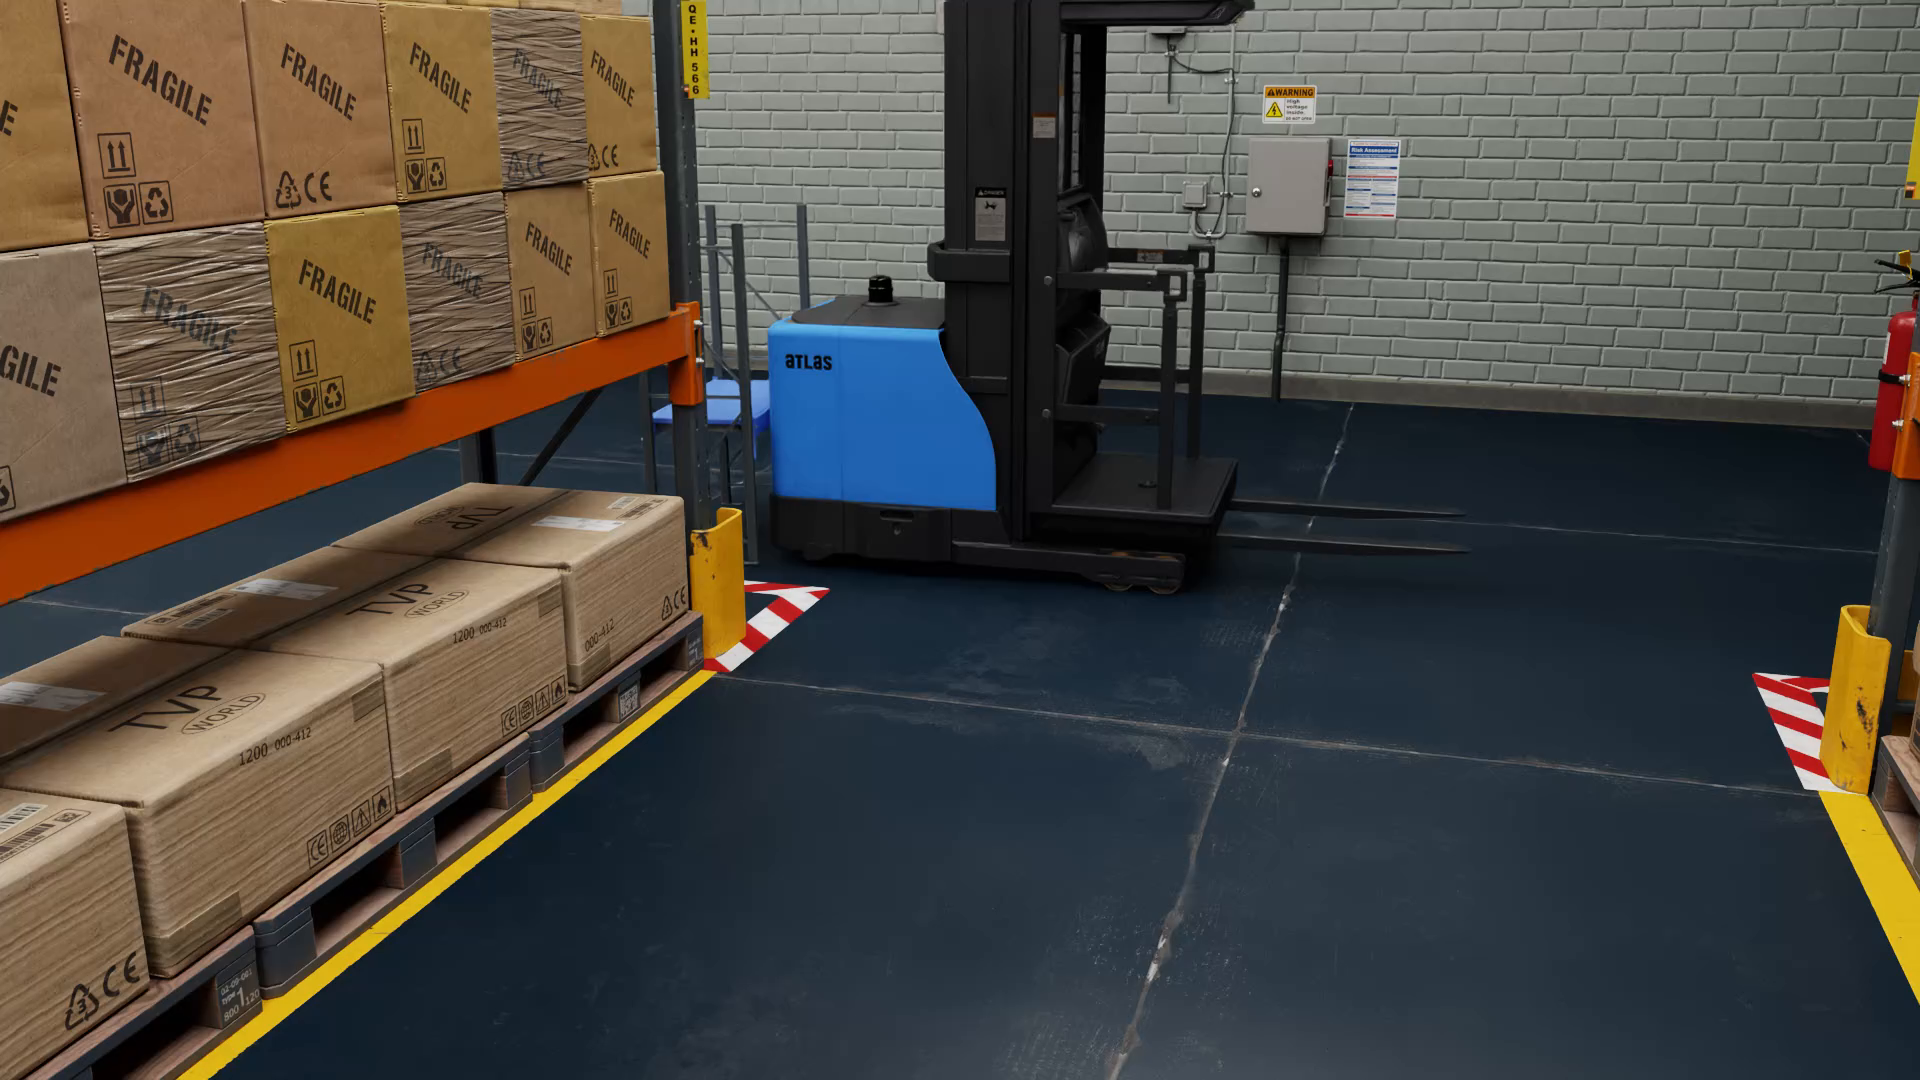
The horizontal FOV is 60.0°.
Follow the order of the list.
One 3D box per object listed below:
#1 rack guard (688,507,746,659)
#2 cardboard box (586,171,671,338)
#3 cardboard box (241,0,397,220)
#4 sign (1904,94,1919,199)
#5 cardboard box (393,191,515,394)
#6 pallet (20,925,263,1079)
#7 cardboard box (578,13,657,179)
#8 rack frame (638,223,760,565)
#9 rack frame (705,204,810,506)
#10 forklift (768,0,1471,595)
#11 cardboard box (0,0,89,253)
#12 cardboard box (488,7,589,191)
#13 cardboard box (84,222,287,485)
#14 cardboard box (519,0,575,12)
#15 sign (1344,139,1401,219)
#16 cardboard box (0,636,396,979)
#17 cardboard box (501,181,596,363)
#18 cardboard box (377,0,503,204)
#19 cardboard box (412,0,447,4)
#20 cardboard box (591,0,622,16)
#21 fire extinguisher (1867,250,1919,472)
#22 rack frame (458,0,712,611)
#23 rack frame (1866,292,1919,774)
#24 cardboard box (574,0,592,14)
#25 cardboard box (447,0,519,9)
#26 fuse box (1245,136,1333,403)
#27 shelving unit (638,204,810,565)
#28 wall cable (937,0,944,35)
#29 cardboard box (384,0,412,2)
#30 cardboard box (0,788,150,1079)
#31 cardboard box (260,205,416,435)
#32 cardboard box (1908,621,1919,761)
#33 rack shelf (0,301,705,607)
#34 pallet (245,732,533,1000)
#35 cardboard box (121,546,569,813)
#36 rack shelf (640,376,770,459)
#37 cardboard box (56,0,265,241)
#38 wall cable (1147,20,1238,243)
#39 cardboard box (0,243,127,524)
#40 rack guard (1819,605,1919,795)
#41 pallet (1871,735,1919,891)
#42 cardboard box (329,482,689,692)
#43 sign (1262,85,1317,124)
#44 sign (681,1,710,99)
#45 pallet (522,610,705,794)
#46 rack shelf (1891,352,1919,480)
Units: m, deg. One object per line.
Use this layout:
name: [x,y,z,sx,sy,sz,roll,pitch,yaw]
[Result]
rack guard: [-1.430,0.122,6.482,1.175,0.500,0.348,5,16,16]
cardboard box: [-1.320,-0.975,5.588,0.500,0.500,0.500,5,17,16]
cardboard box: [-1.755,-1.059,4.050,0.500,0.500,0.500,5,16,15]
sign: [2.803,-1.149,4.795,0.100,0.325,0.005,5,16,16]
cardboard box: [-1.614,-0.710,4.652,0.500,0.500,0.500,5,17,17]
pallet: [-2.283,1.121,3.490,1.003,0.211,1.213,5,16,16]
cardboard box: [-1.346,-1.459,5.459,0.500,0.500,0.500,5,17,18]
rack frame: [-1.154,-0.621,7.256,0.500,1.500,0.032,2,16,10]
rack frame: [-0.975,-0.894,8.219,0.500,1.500,0.032,2,16,10]
forklift: [0.721,-1.339,7.180,3.031,2.935,1.130,4,16,14]
cardboard box: [-2.057,-0.794,3.116,0.500,0.500,0.500,4,16,15]
cardboard box: [-1.466,-1.320,4.969,0.500,0.500,0.500,5,16,16]
cardboard box: [-1.895,-0.439,3.697,0.500,0.500,0.500,5,17,16]
cardboard box: [-1.389,-1.663,4.993,0.380,0.149,0.250,4,16,15]
sign: [2.648,-2.320,10.686,0.329,0.494,0.001,5,16,16]
cardboard box: [-2.039,0.613,4.097,0.875,0.438,0.875,4,16,14]
cardboard box: [-1.477,-0.845,5.129,0.500,0.500,0.500,4,16,15]
cardboard box: [-1.610,-1.190,4.514,0.500,0.500,0.500,5,16,16]
cardboard box: [-1.642,-1.538,4.550,0.380,0.149,0.250,4,16,15]
cardboard box: [-1.347,-1.806,5.495,0.380,0.149,0.250,5,17,17]
fire extinguisher: [2.922,-0.548,5.089,0.296,0.674,0.183,5,16,16]
rack frame: [-1.437,-1.074,6.119,1.000,3.000,0.127,5,16,16]
rack frame: [3.323,-0.690,4.765,1.000,3.000,0.127,5,16,16]
cardboard box: [-1.396,-1.738,5.254,0.380,0.149,0.250,5,17,17]
cardboard box: [-1.500,-1.601,4.772,0.380,0.149,0.250,5,17,17]
fuse box: [2.116,-1.730,10.793,0.539,1.711,0.414,5,16,16]
shelving unit: [-1.065,-0.758,7.737,0.538,1.500,1.048,2,16,10]
wall cable: [0.143,-3.055,11.183,0.585,1.953,0.123,5,16,16]
cardboard box: [-1.657,-1.468,4.303,0.380,0.149,0.250,5,17,17]
cardboard box: [-2.292,0.847,3.271,0.875,0.438,0.875,4,16,15]
cardboard box: [-1.748,-0.574,4.172,0.500,0.500,0.500,5,17,18]
cardboard box: [3.058,0.462,4.510,0.797,0.503,0.637,4,16,14]
rack shelf: [-2.005,-0.205,4.372,1.077,0.370,4.000,5,16,16]
pallet: [-1.938,0.801,4.619,1.003,0.211,1.213,5,16,16]
cardboard box: [-1.781,0.377,4.929,0.875,0.438,0.875,5,17,17]
rack shelf: [-1.062,-0.584,7.786,0.538,0.185,1.000,2,16,10]
cardboard box: [-1.900,-0.927,3.586,0.500,0.500,0.500,5,17,17]
wall cable: [1.506,-2.933,10.811,0.588,1.984,0.122,5,16,16]
cardboard box: [-2.042,-0.309,3.240,0.500,0.500,0.500,5,17,16]
rack guard: [3.301,0.532,5.036,1.175,0.500,0.348,5,16,16]
pallet: [3.076,0.880,4.340,1.003,0.211,1.213,5,16,16]
cardboard box: [-1.529,0.137,5.775,0.875,0.438,0.875,4,16,14]
sign: [2.121,-2.806,10.711,0.339,0.242,0.001,5,16,16]
sign: [-0.921,-1.699,5.767,0.100,0.325,0.005,5,16,16]
pallet: [-1.589,0.483,5.741,1.003,0.211,1.213,5,16,16]
rack shelf: [2.755,0.179,3.019,1.077,0.370,4.000,5,16,16]
